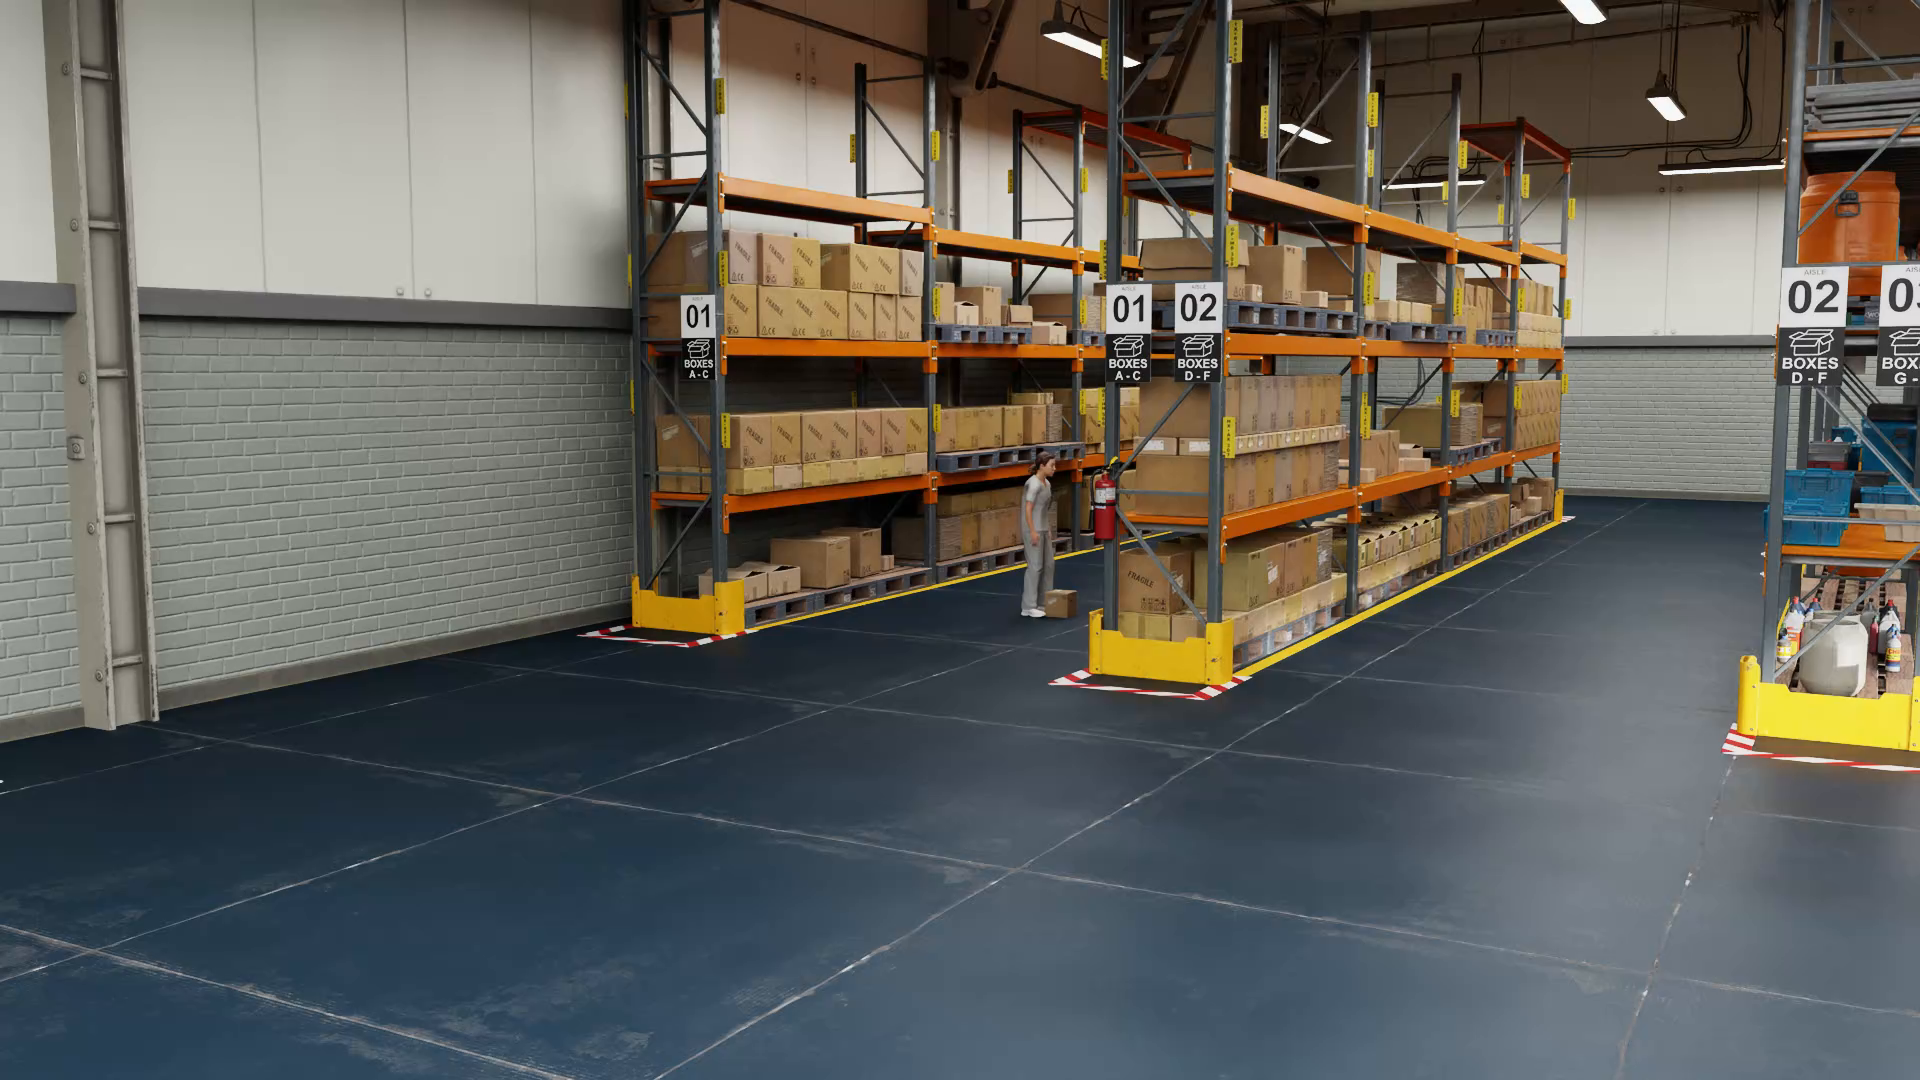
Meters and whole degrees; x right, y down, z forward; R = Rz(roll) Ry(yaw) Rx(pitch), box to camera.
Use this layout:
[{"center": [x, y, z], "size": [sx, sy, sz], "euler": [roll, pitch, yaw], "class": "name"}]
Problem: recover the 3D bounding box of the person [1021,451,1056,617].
[{"center": [0.833, -0.068, 16.988], "size": [0.416, 1.671, 0.514], "euler": [3, 7, 25], "class": "person"}]
